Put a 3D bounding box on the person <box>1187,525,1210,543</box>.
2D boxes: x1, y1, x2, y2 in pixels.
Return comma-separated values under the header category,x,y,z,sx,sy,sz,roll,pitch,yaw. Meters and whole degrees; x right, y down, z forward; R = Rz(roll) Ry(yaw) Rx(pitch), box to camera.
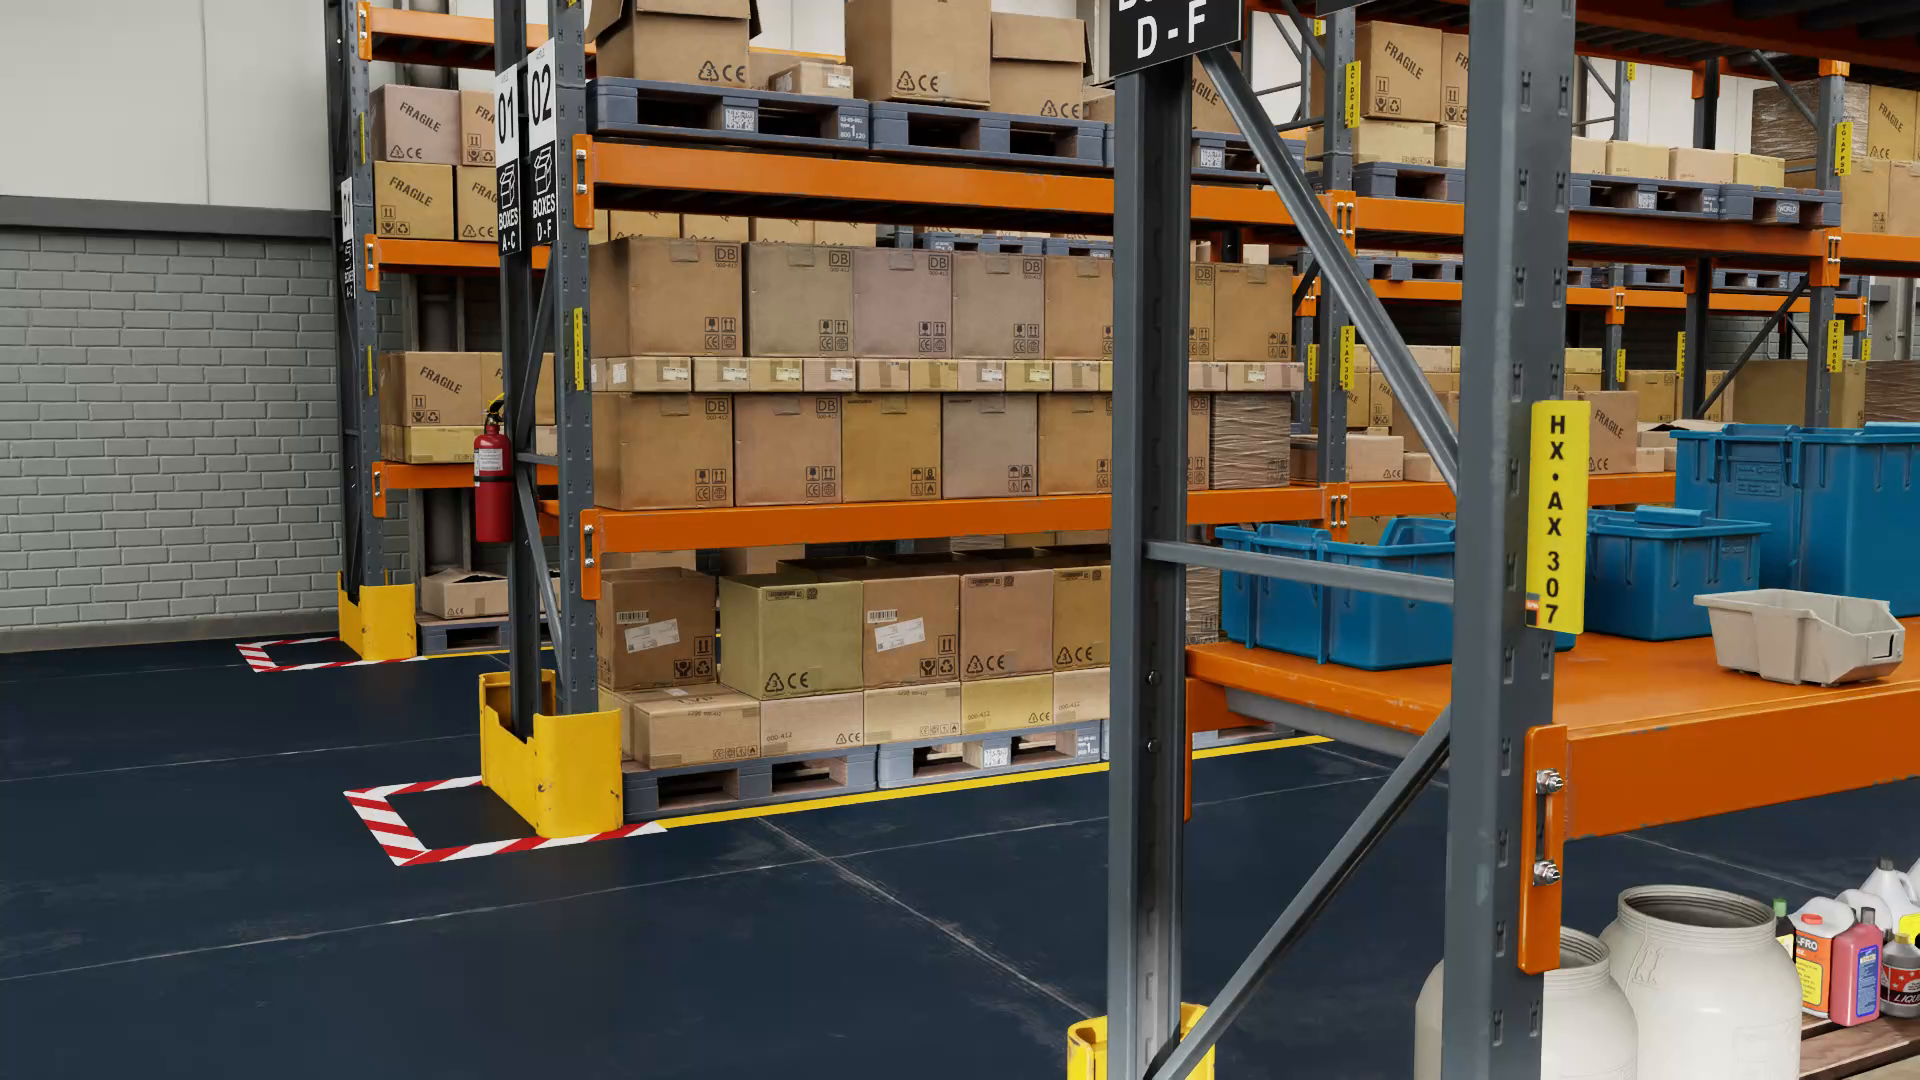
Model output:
category,x,y,z,sx,sy,sz,roll,pitch,yaw
person,1.975,-0.193,13.412,0.331,1.628,0.412,-3,6,-30
